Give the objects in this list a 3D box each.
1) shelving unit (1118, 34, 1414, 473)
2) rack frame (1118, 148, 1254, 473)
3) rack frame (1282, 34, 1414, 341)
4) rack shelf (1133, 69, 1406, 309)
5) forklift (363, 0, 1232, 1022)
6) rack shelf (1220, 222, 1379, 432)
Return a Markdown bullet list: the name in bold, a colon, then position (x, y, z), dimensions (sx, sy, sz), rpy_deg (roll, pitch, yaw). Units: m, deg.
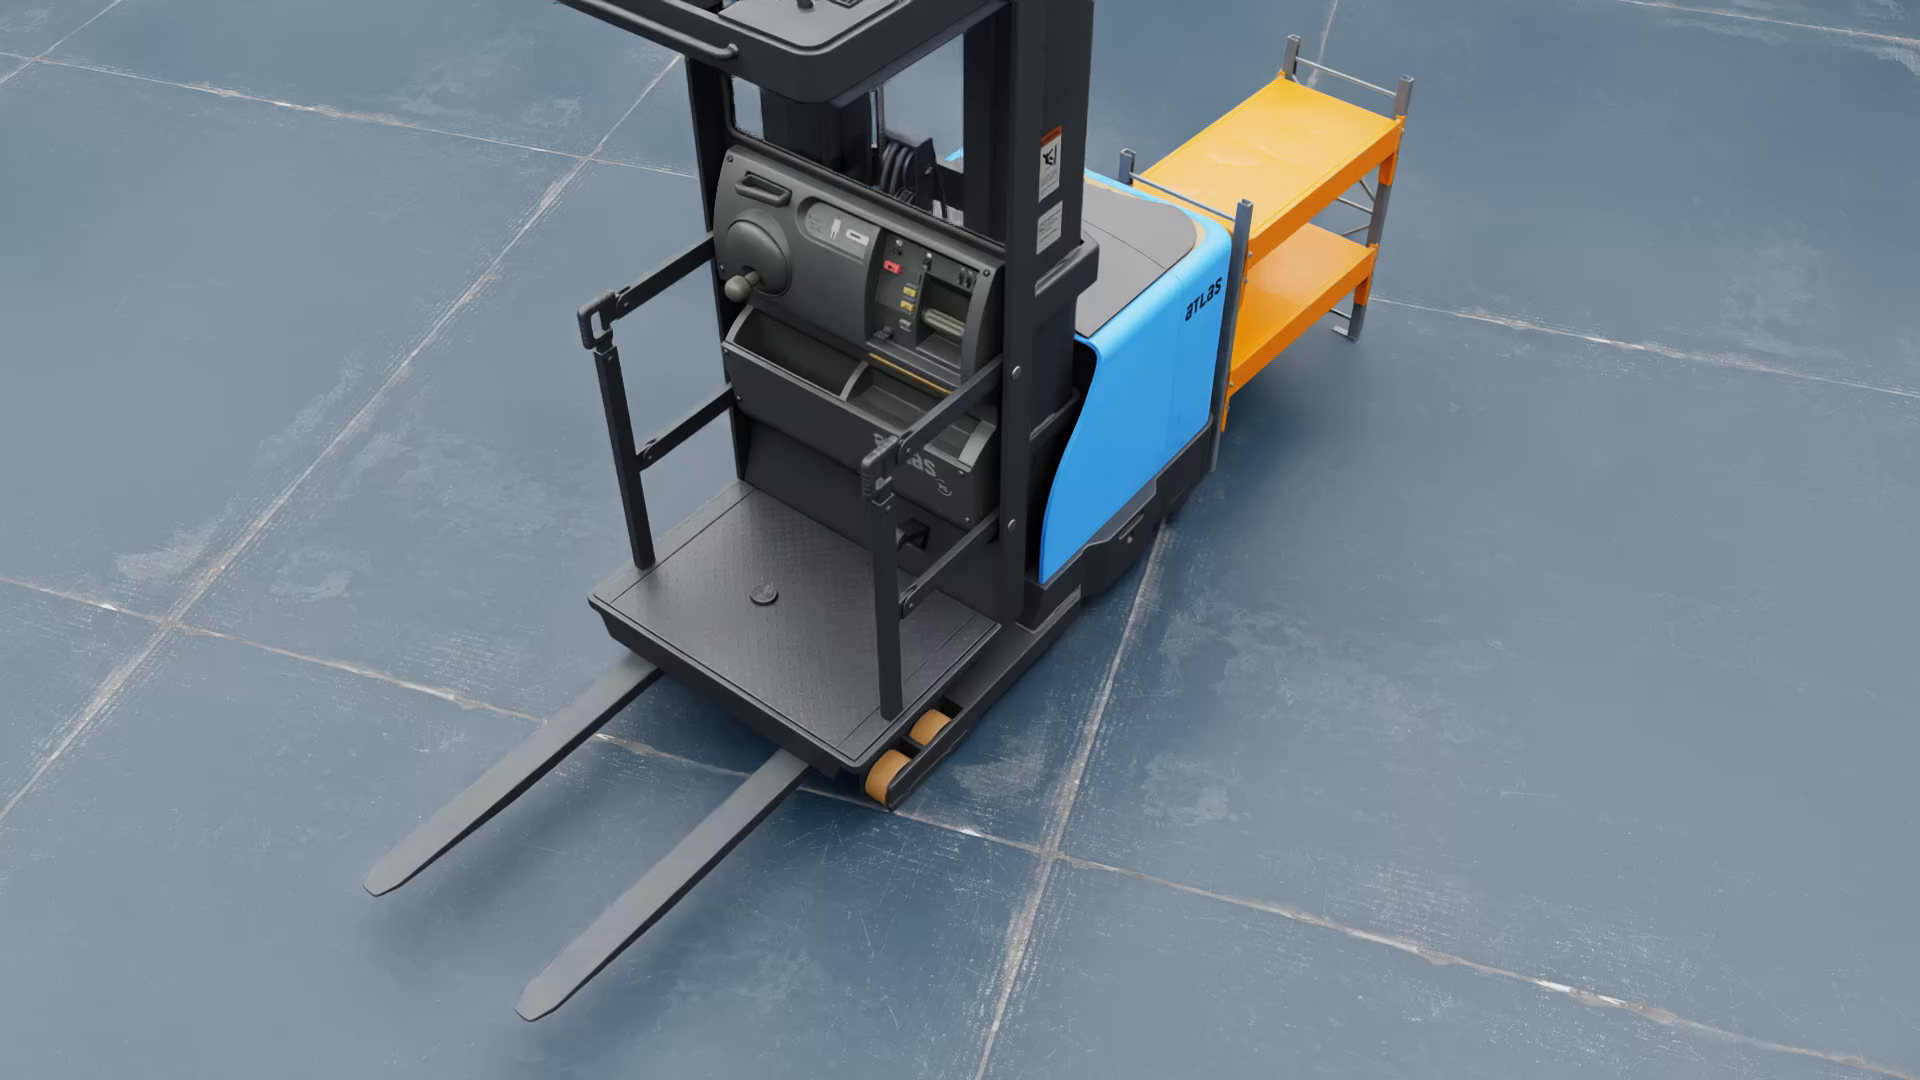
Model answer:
- **shelving unit**: position (1.052, -1.035, 6.003), dimensions (0.538, 1.125, 1.048), rpy_deg (31, 52, 27)
- **rack frame**: position (0.724, -0.763, 5.726), dimensions (0.500, 1.125, 0.032), rpy_deg (31, 52, 27)
- **rack frame**: position (1.380, -1.306, 6.281), dimensions (0.500, 1.125, 0.032), rpy_deg (31, 52, 27)
- **rack shelf**: position (1.052, -1.244, 5.798), dimensions (0.538, 0.278, 1.000), rpy_deg (31, 52, 27)
- **forklift**: position (-0.425, -0.654, 4.323), dimensions (1.130, 2.935, 3.031), rpy_deg (28, 51, 26)
- **rack shelf**: position (1.052, -0.860, 6.174), dimensions (0.538, 0.278, 1.000), rpy_deg (31, 52, 27)
